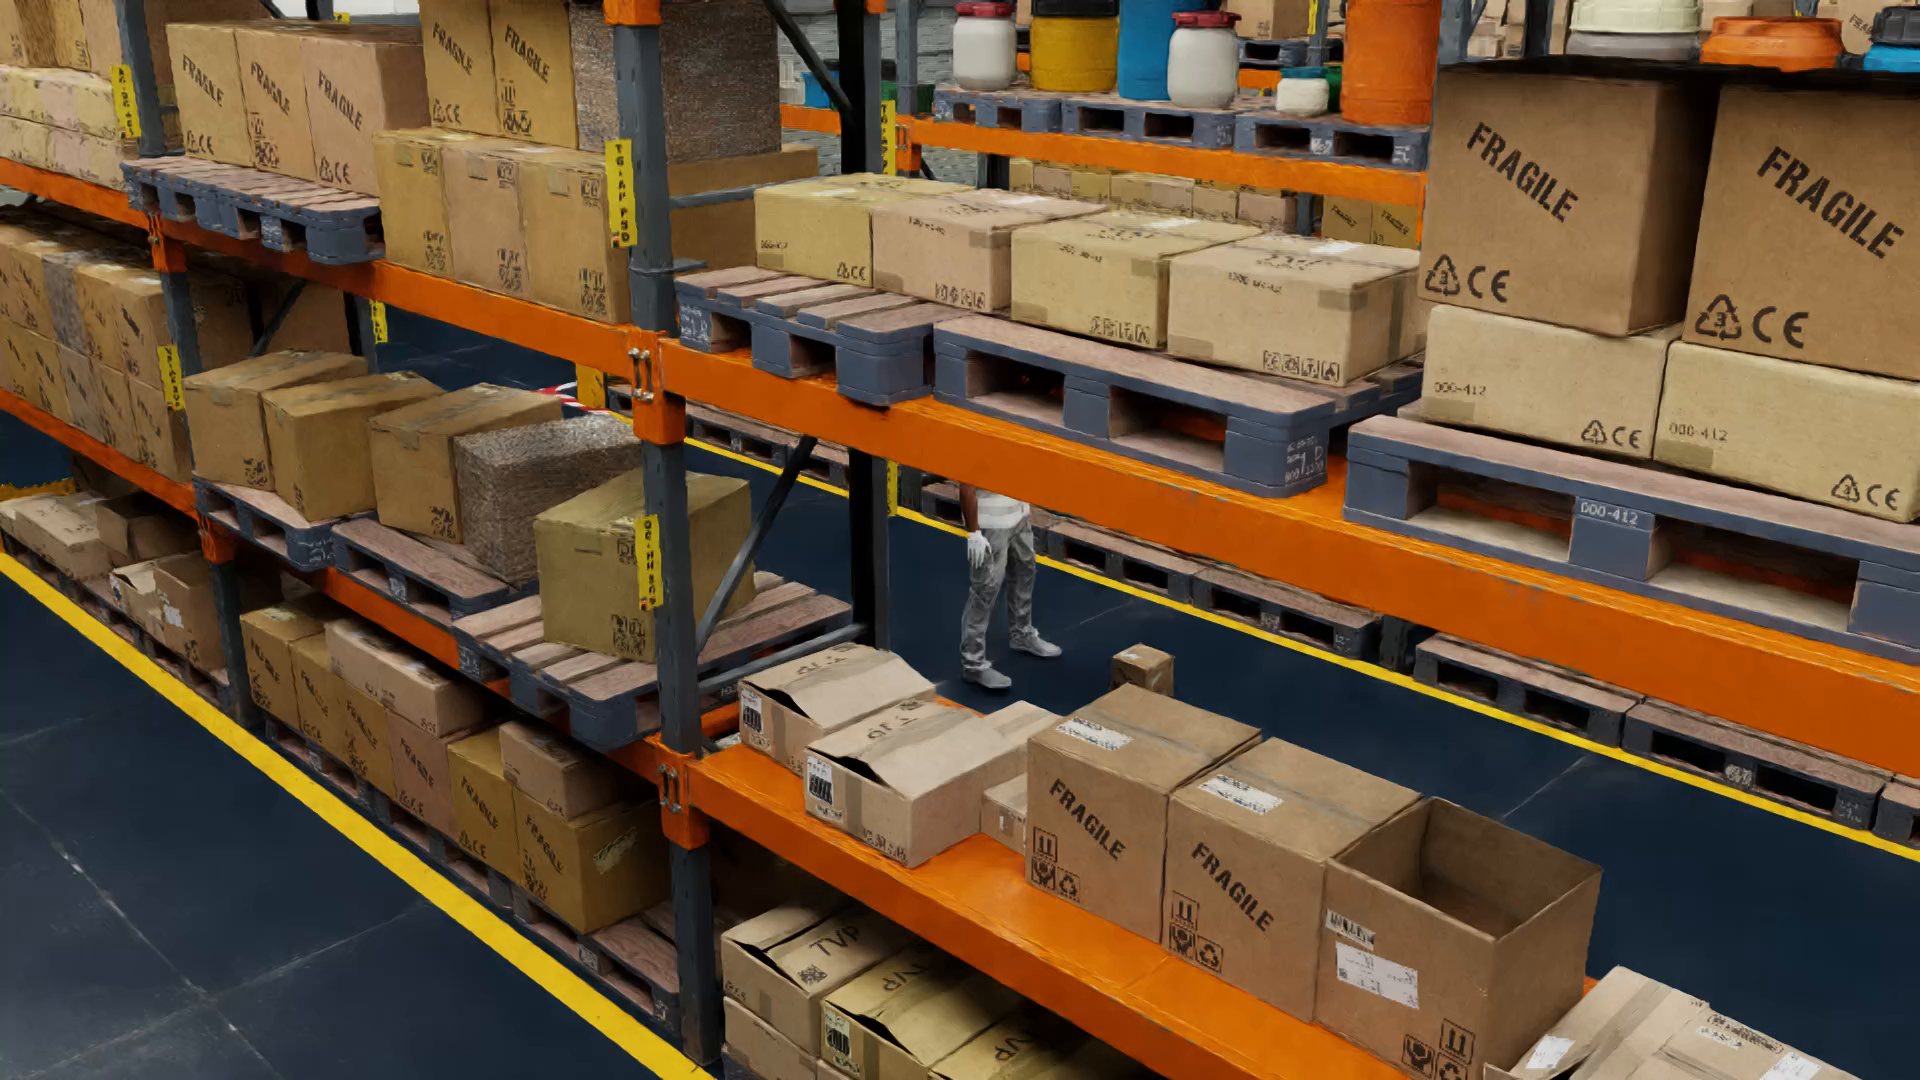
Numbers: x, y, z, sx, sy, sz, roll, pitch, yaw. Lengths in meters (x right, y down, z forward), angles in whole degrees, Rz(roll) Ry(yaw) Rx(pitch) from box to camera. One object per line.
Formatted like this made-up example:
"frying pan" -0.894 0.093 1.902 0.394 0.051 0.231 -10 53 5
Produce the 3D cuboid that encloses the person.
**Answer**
"person" 0.262 -0.095 9.245 0.455 1.776 0.687 9 22 23
